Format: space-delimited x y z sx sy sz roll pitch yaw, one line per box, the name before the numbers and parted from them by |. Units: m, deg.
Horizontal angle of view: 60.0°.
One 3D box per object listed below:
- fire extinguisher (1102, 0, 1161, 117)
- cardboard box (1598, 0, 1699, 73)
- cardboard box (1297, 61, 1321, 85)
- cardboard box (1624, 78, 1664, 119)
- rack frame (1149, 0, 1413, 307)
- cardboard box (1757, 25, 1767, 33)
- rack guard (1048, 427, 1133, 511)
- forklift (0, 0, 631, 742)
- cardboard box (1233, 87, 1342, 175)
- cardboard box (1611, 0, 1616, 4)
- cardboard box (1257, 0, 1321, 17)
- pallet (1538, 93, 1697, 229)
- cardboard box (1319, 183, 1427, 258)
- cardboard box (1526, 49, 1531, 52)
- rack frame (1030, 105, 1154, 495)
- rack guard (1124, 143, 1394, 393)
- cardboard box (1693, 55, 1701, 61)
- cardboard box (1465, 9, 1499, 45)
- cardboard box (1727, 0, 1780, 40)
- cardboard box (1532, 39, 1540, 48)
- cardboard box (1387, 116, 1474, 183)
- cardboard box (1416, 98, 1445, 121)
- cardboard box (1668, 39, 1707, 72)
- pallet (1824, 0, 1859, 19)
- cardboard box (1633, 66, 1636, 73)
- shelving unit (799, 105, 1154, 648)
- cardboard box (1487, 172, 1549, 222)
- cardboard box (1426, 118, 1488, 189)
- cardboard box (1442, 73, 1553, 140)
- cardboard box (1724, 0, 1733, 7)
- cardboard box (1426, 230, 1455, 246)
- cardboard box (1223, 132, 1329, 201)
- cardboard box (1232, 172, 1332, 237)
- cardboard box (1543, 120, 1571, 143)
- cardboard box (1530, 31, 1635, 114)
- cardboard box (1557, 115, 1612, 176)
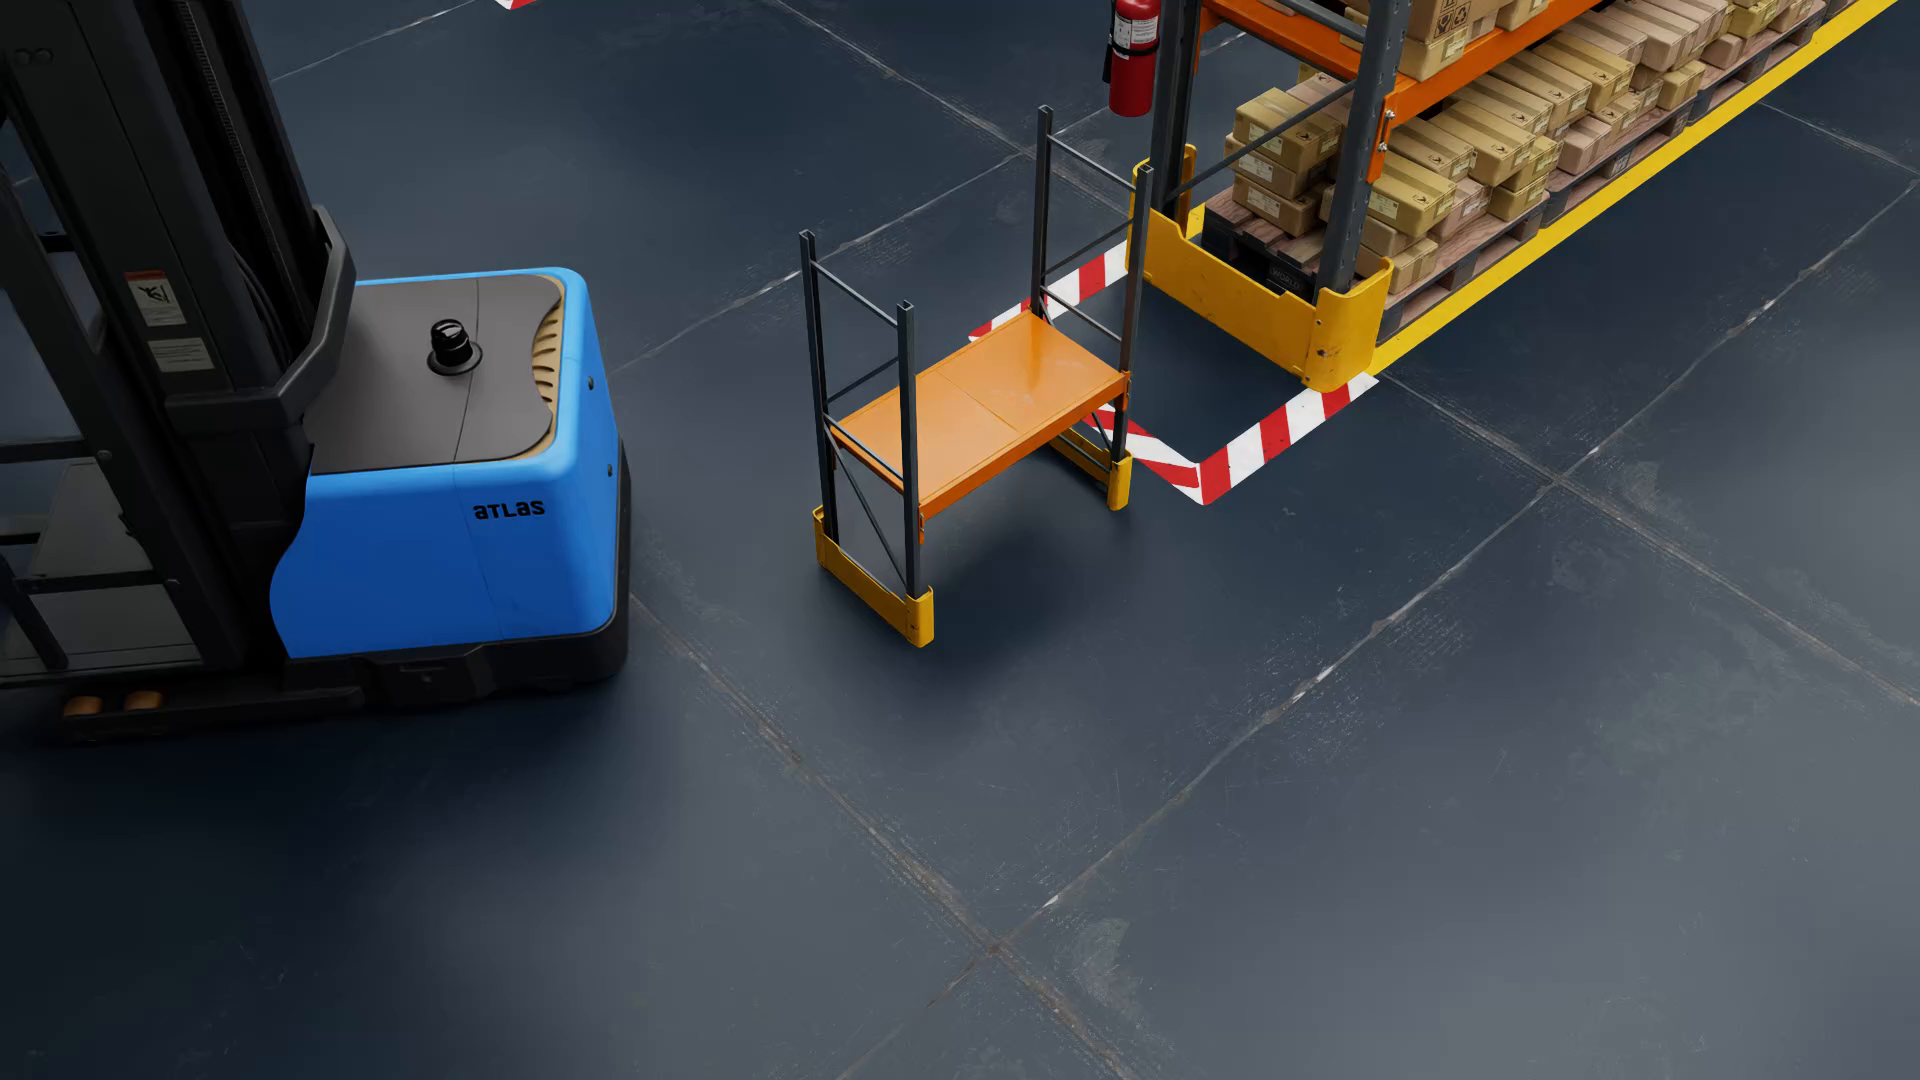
fire extinguisher | 0.669 -1.937 6.302 0.183 0.674 0.296 -34 56 -27
cardboard box | 3.122 -2.316 7.595 0.250 0.149 0.380 -36 57 -28
cardboard box | 1.718 -2.030 7.331 0.250 0.149 0.380 -35 56 -28
cardboard box | 3.061 -2.133 7.831 0.250 0.149 0.380 -33 55 -27
rack frame | 1.166 -1.963 6.020 0.127 3.000 1.000 -34 56 -27
cardboard box | 3.816 -2.654 8.312 0.250 0.149 0.380 -32 55 -26
rack guard | 0.425 -0.369 6.420 0.087 0.250 0.587 -34 56 -27
forklift | -2.712 -0.727 4.926 3.031 2.935 1.130 -5 47 -5
cardboard box | 1.387 -1.740 7.064 0.250 0.149 0.380 -33 55 -27
cardboard box | 3.158 -2.766 8.213 0.380 0.149 0.250 36 57 29
cardboard box | 1.217 -2.193 6.403 0.250 0.149 0.380 -34 56 -27
pallet | 2.750 -2.038 7.986 1.213 0.211 1.003 -34 56 -27
cardboard box | 1.727 -1.359 6.915 0.250 0.149 0.380 -32 55 -26
cardboard box | 2.565 -2.276 7.963 0.250 0.149 0.380 -32 55 -26
rack frame | 0.439 -0.802 5.970 0.032 1.500 0.500 -34 56 -27
rack guard | 1.223 -1.153 6.974 0.348 0.500 1.175 -34 56 -27
cardboard box | 3.388 -2.424 8.100 0.250 0.149 0.380 -35 56 -28
cardboard box | 1.787 -2.008 6.233 0.250 0.149 0.380 -32 55 -26
cardboard box | 3.728 -2.606 8.065 0.250 0.149 0.380 -36 57 -28
cardboard box | 2.709 -2.553 8.016 0.250 0.149 0.380 -34 56 -27
cardboard box | 1.906 -1.617 6.950 0.250 0.149 0.380 -33 55 -27
cardboard box | 2.016 -1.991 7.497 0.250 0.149 0.380 -34 56 -28
cardboard box | 3.301 -2.399 7.874 0.250 0.149 0.380 -32 55 -26
pallet | 4.701 -3.381 9.226 1.213 0.211 1.003 -34 56 -27
cardboard box | 2.863 -2.168 7.661 0.250 0.149 0.380 -31 55 -26
shelving unit | 0.056 -0.546 5.734 1.083 1.500 0.587 -34 56 -27
cardboard box | 2.350 -1.591 7.331 0.250 0.149 0.380 -33 55 -27
cardboard box | 2.089 -1.633 7.167 0.250 0.149 0.380 -33 55 -27
cardboard box | 2.306 -1.839 7.155 0.380 0.149 0.250 36 57 29
cardboard box | 3.451 -2.640 7.894 0.250 0.149 0.380 -32 55 -26
cardboard box | 1.908 -1.398 7.153 0.250 0.149 0.380 -34 56 -27
cardboard box | 1.365 -1.656 7.188 0.250 0.149 0.380 -35 56 -28
cardboard box | 1.415 -1.512 7.259 0.250 0.149 0.380 -33 55 -27
cardboard box | 2.484 -1.884 7.399 0.380 0.149 0.250 36 57 29
cardboard box | 2.743 -2.076 7.374 0.250 0.149 0.380 -33 55 -27
cardboard box | 2.717 -1.845 7.565 0.380 0.149 0.250 36 57 29
